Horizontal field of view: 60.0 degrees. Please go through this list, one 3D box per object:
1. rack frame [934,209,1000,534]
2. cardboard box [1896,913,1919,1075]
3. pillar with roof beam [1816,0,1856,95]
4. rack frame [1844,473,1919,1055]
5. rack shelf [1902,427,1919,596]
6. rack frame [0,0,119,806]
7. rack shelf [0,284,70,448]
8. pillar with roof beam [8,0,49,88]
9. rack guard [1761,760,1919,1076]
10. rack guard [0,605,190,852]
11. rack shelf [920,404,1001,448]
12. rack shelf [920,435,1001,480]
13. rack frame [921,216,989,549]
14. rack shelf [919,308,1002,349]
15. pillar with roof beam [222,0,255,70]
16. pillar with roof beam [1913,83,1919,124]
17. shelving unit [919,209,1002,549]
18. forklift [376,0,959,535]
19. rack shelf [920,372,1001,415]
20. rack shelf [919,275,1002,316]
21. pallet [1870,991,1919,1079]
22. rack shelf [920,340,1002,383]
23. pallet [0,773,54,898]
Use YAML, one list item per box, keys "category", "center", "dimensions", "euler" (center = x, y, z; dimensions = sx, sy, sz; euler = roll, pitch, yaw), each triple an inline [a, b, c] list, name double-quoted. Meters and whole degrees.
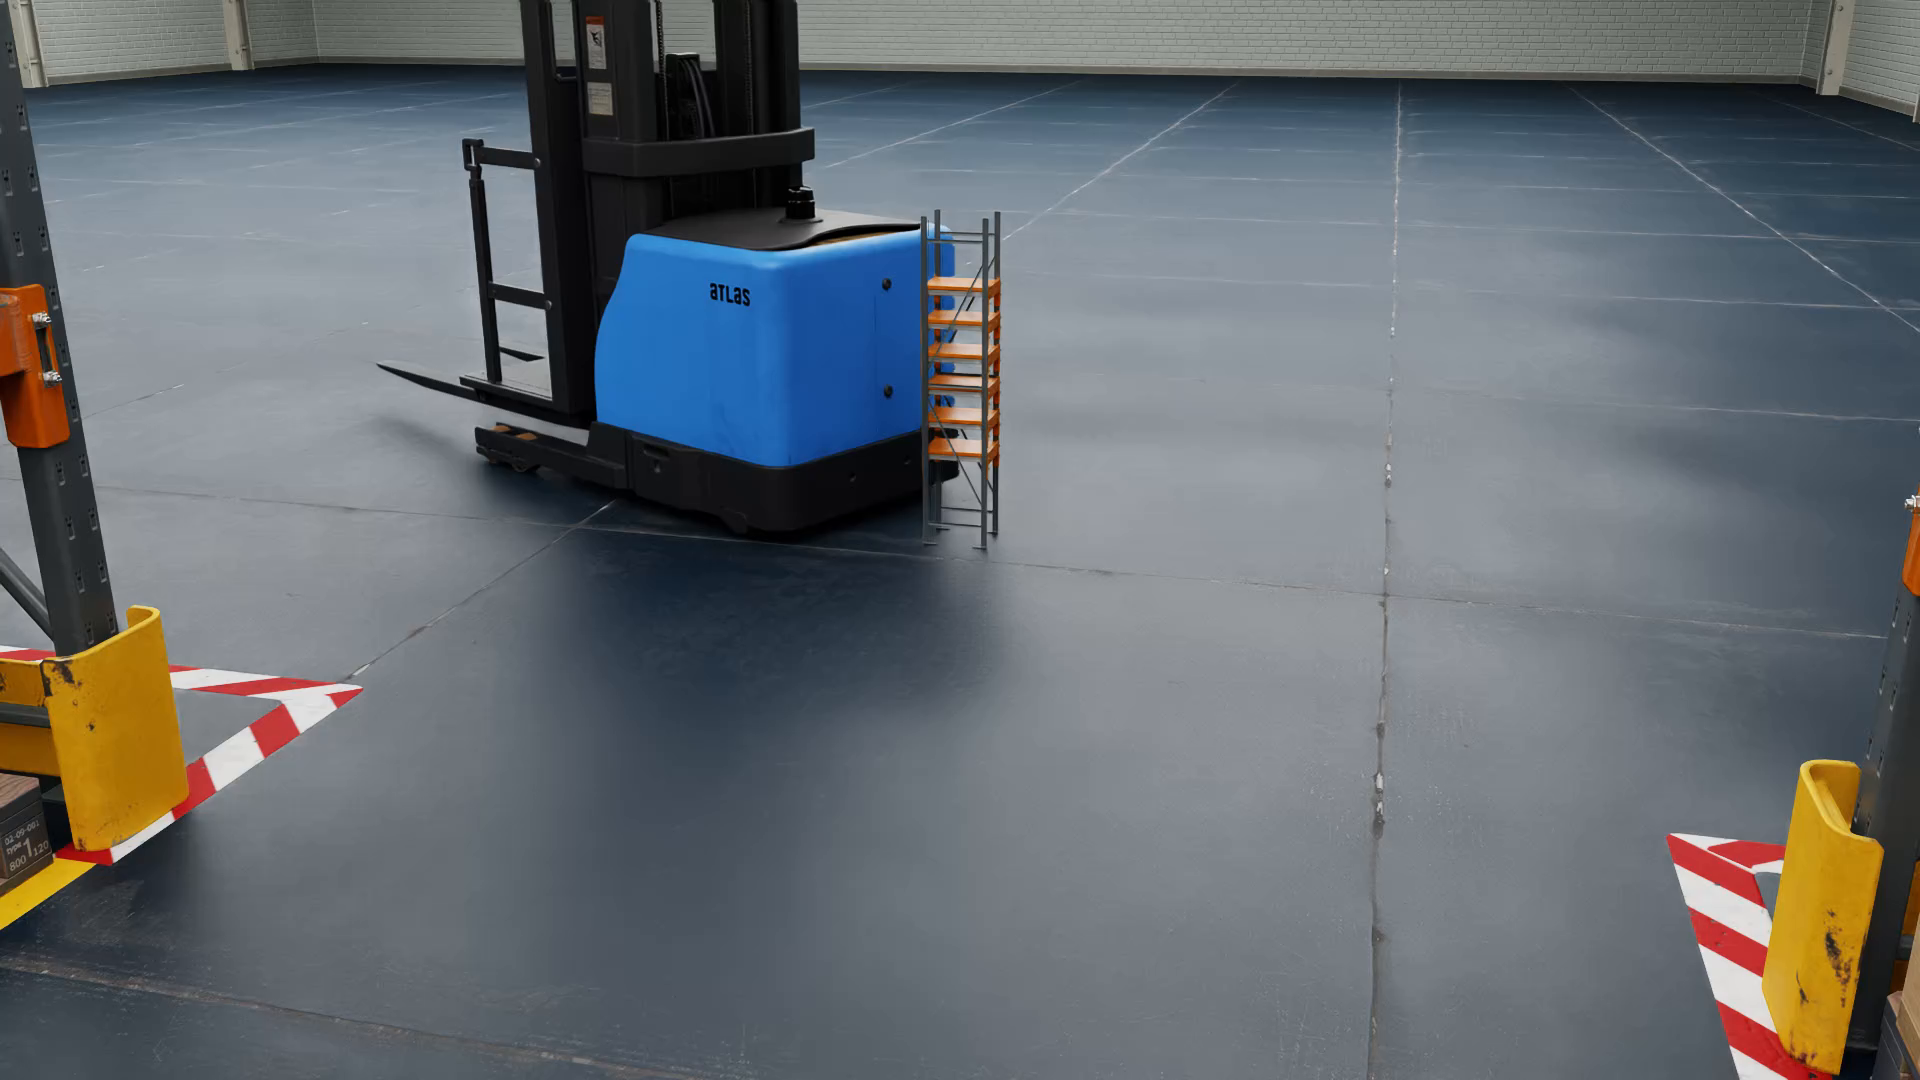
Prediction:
- category: "rack frame"
  center: [0.026, -0.601, 6.091]
  dimensions: [0.240, 1.200, 0.006]
  euler: [5, 19, 13]
- category: "cardboard box"
  center: [1.858, 0.852, 2.658]
  dimensions: [0.500, 0.250, 0.500]
  euler: [5, 19, 13]
- category: "pillar with roof beam"
  center: [10.832, -12.305, 28.292]
  dimensions: [9.100, 9.000, 0.400]
  euler: [5, 19, 13]
- category: "rack frame"
  center: [2.205, -0.401, 2.722]
  dimensions: [1.000, 3.000, 0.127]
  euler: [5, 19, 13]
- category: "rack shelf"
  center: [1.716, 0.566, 1.003]
  dimensions: [1.077, 0.370, 4.000]
  euler: [5, 19, 13]
- category: "rack frame"
  center: [-2.597, -0.794, 3.870]
  dimensions: [1.000, 3.000, 0.127]
  euler: [5, 19, 13]
- category: "rack shelf"
  center: [-3.086, 0.174, 2.151]
  dimensions: [1.077, 0.370, 4.000]
  euler: [5, 19, 13]
- category: "pillar with roof beam"
  center: [-12.830, -12.233, 28.079]
  dimensions: [9.100, 9.000, 0.400]
  euler: [5, 19, 13]
- category: "rack guard"
  center: [2.211, 0.774, 3.148]
  dimensions: [1.175, 0.500, 0.348]
  euler: [5, 19, 13]
- category: "rack guard"
  center: [-2.570, 0.417, 4.194]
  dimensions: [1.175, 0.500, 0.348]
  euler: [5, 19, 13]
- category: "rack shelf"
  center: [0.004, -0.417, 6.060]
  dimensions: [0.258, 0.103, 0.180]
  euler: [5, 19, 13]
- category: "rack shelf"
  center: [0.004, -0.303, 6.099]
  dimensions: [0.258, 0.103, 0.180]
  euler: [5, 19, 13]
- category: "rack frame"
  center: [-0.019, -0.544, 5.923]
  dimensions: [0.240, 1.200, 0.006]
  euler: [5, 19, 13]
- category: "rack shelf"
  center: [0.004, -0.757, 5.944]
  dimensions: [0.258, 0.103, 0.180]
  euler: [5, 19, 13]
- category: "pillar with roof beam"
  center: [-11.364, -14.113, 33.585]
  dimensions: [9.100, 9.000, 0.400]
  euler: [5, 19, 13]
- category: "pillar with roof beam"
  center: [9.366, -10.425, 22.787]
  dimensions: [9.100, 9.000, 0.400]
  euler: [5, 19, 13]
- category: "shelving unit"
  center: [0.004, -0.572, 6.007]
  dimensions: [0.258, 1.200, 0.189]
  euler: [5, 19, 13]
- category: "forklift"
  center: [-1.445, -1.784, 6.877]
  dimensions: [3.031, 2.935, 1.130]
  euler: [16, 24, 38]
- category: "rack shelf"
  center: [0.004, -0.530, 6.021]
  dimensions: [0.258, 0.103, 0.180]
  euler: [5, 19, 13]
- category: "rack shelf"
  center: [0.004, -0.871, 5.905]
  dimensions: [0.258, 0.103, 0.180]
  euler: [5, 19, 13]
- category: "pallet"
  center: [2.059, 1.161, 2.461]
  dimensions: [1.003, 0.211, 1.213]
  euler: [5, 19, 13]
- category: "rack shelf"
  center: [0.004, -0.644, 5.982]
  dimensions: [0.258, 0.103, 0.180]
  euler: [5, 19, 13]
- category: "pallet"
  center: [-2.774, 0.808, 3.496]
  dimensions: [1.003, 0.211, 1.213]
  euler: [5, 19, 13]
